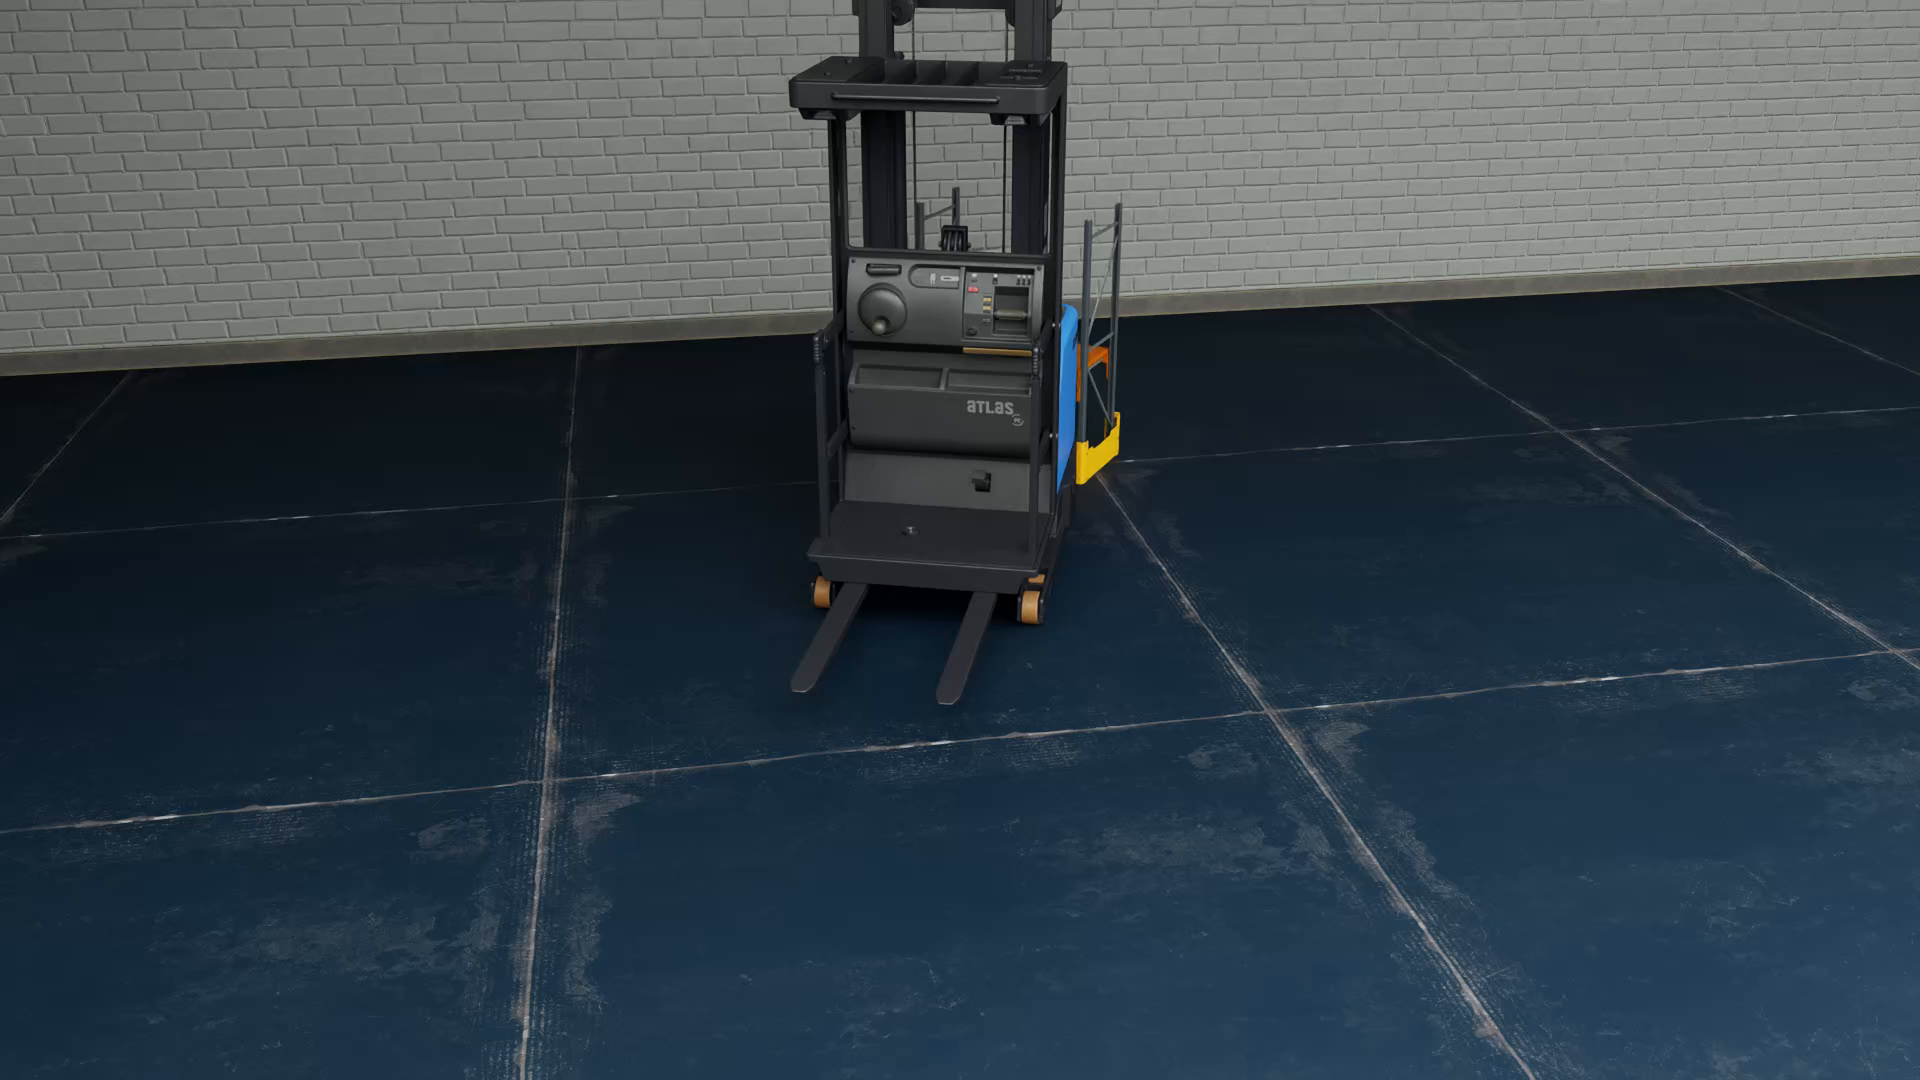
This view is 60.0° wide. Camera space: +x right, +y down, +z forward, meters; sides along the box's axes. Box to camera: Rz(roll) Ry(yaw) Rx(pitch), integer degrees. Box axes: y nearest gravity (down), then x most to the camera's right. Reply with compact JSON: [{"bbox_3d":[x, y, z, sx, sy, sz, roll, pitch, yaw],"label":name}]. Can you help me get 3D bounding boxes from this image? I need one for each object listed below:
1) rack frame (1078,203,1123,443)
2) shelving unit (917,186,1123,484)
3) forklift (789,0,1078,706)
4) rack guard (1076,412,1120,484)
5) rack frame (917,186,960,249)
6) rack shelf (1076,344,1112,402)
[{"bbox_3d":[0.790,-1.114,9.428,0.032,1.500,0.500,11,26,24],"label":"rack frame"},{"bbox_3d":[0.341,-1.202,9.628,1.083,1.500,0.587,11,26,24],"label":"shelving unit"},{"bbox_3d":[-0.105,-1.098,7.601,1.130,2.935,3.031,4,24,9],"label":"forklift"},{"bbox_3d":[0.789,-0.542,9.678,0.087,0.250,0.587,11,26,24],"label":"rack guard"},{"bbox_3d":[-0.124,-1.293,9.836,0.032,1.500,0.500,11,26,24],"label":"rack frame"},{"bbox_3d":[0.333,-1.039,9.704,1.000,0.185,0.538,11,26,24],"label":"rack shelf"}]
